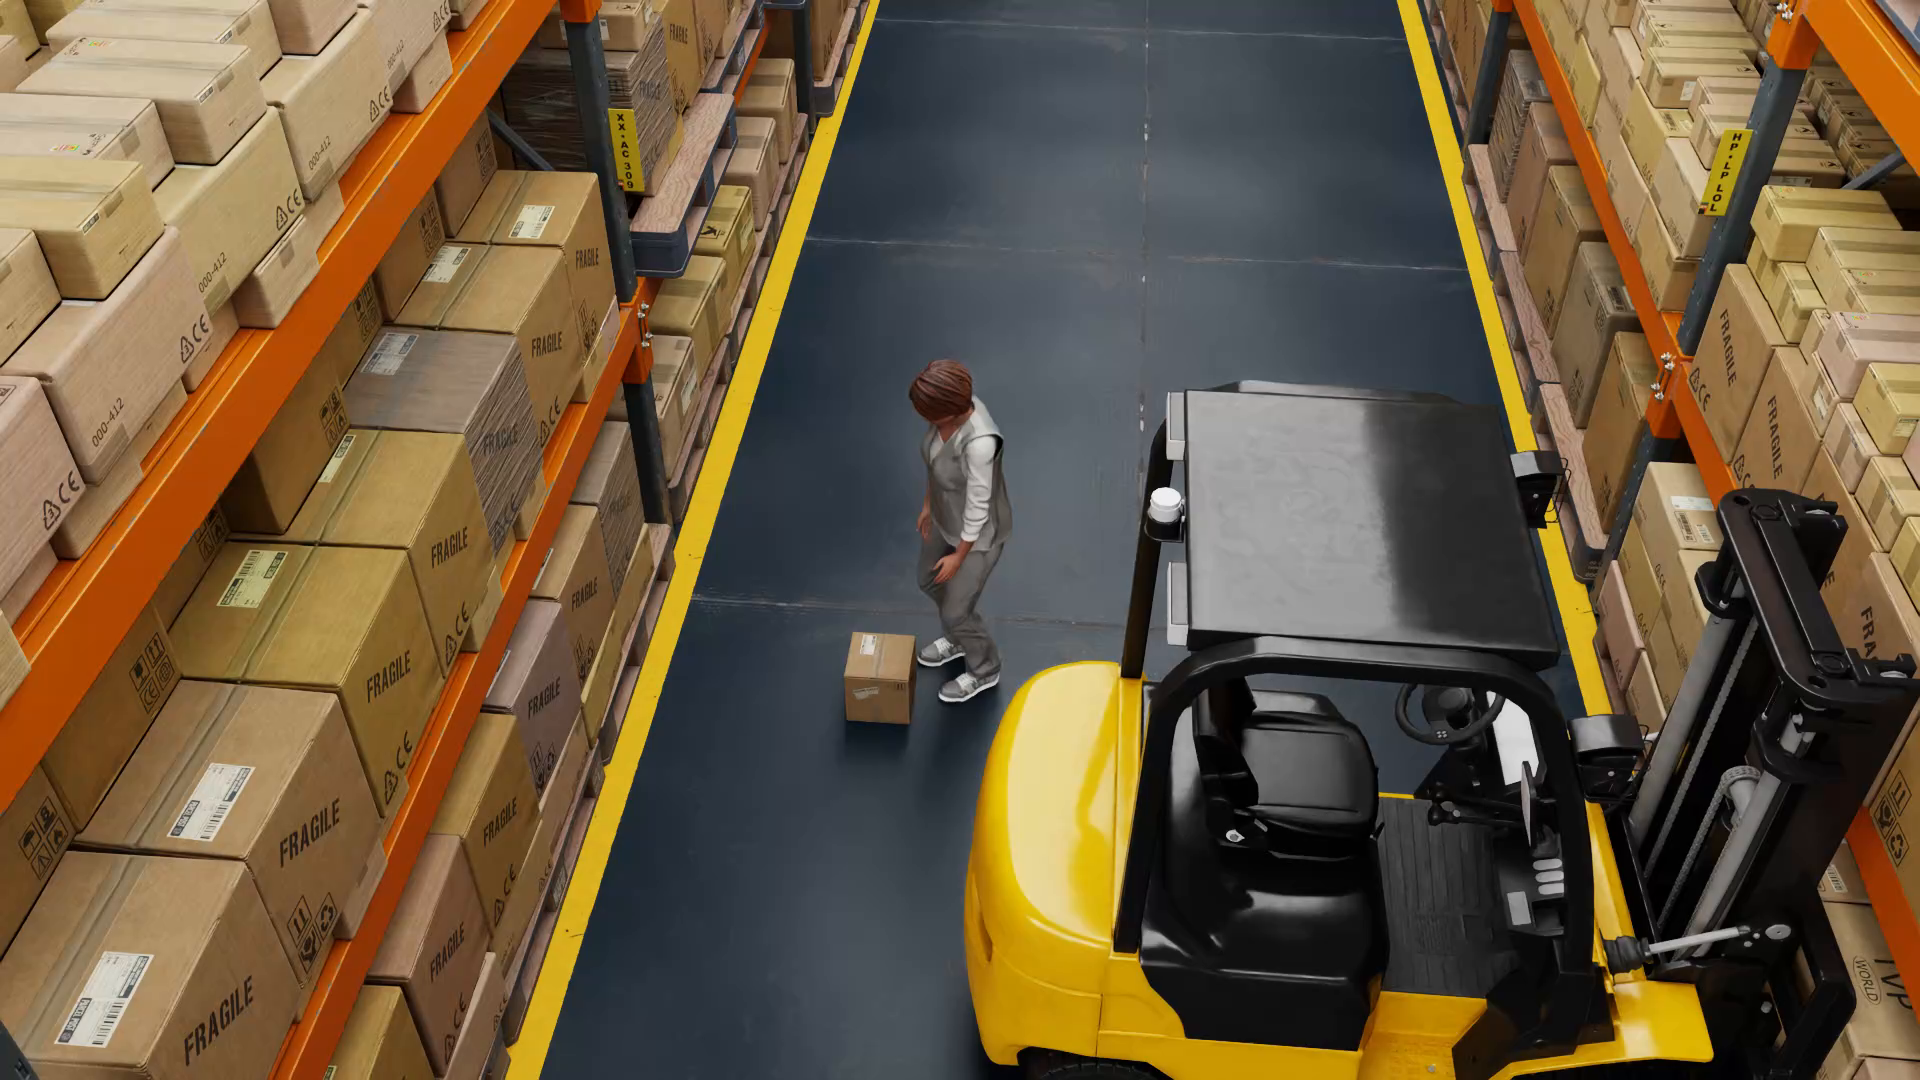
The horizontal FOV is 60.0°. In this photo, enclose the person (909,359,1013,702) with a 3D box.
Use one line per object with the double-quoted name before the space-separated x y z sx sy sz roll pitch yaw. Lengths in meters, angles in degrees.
"person" 0.006 -0.024 6.242 0.383 1.542 0.426 -15 43 -17
